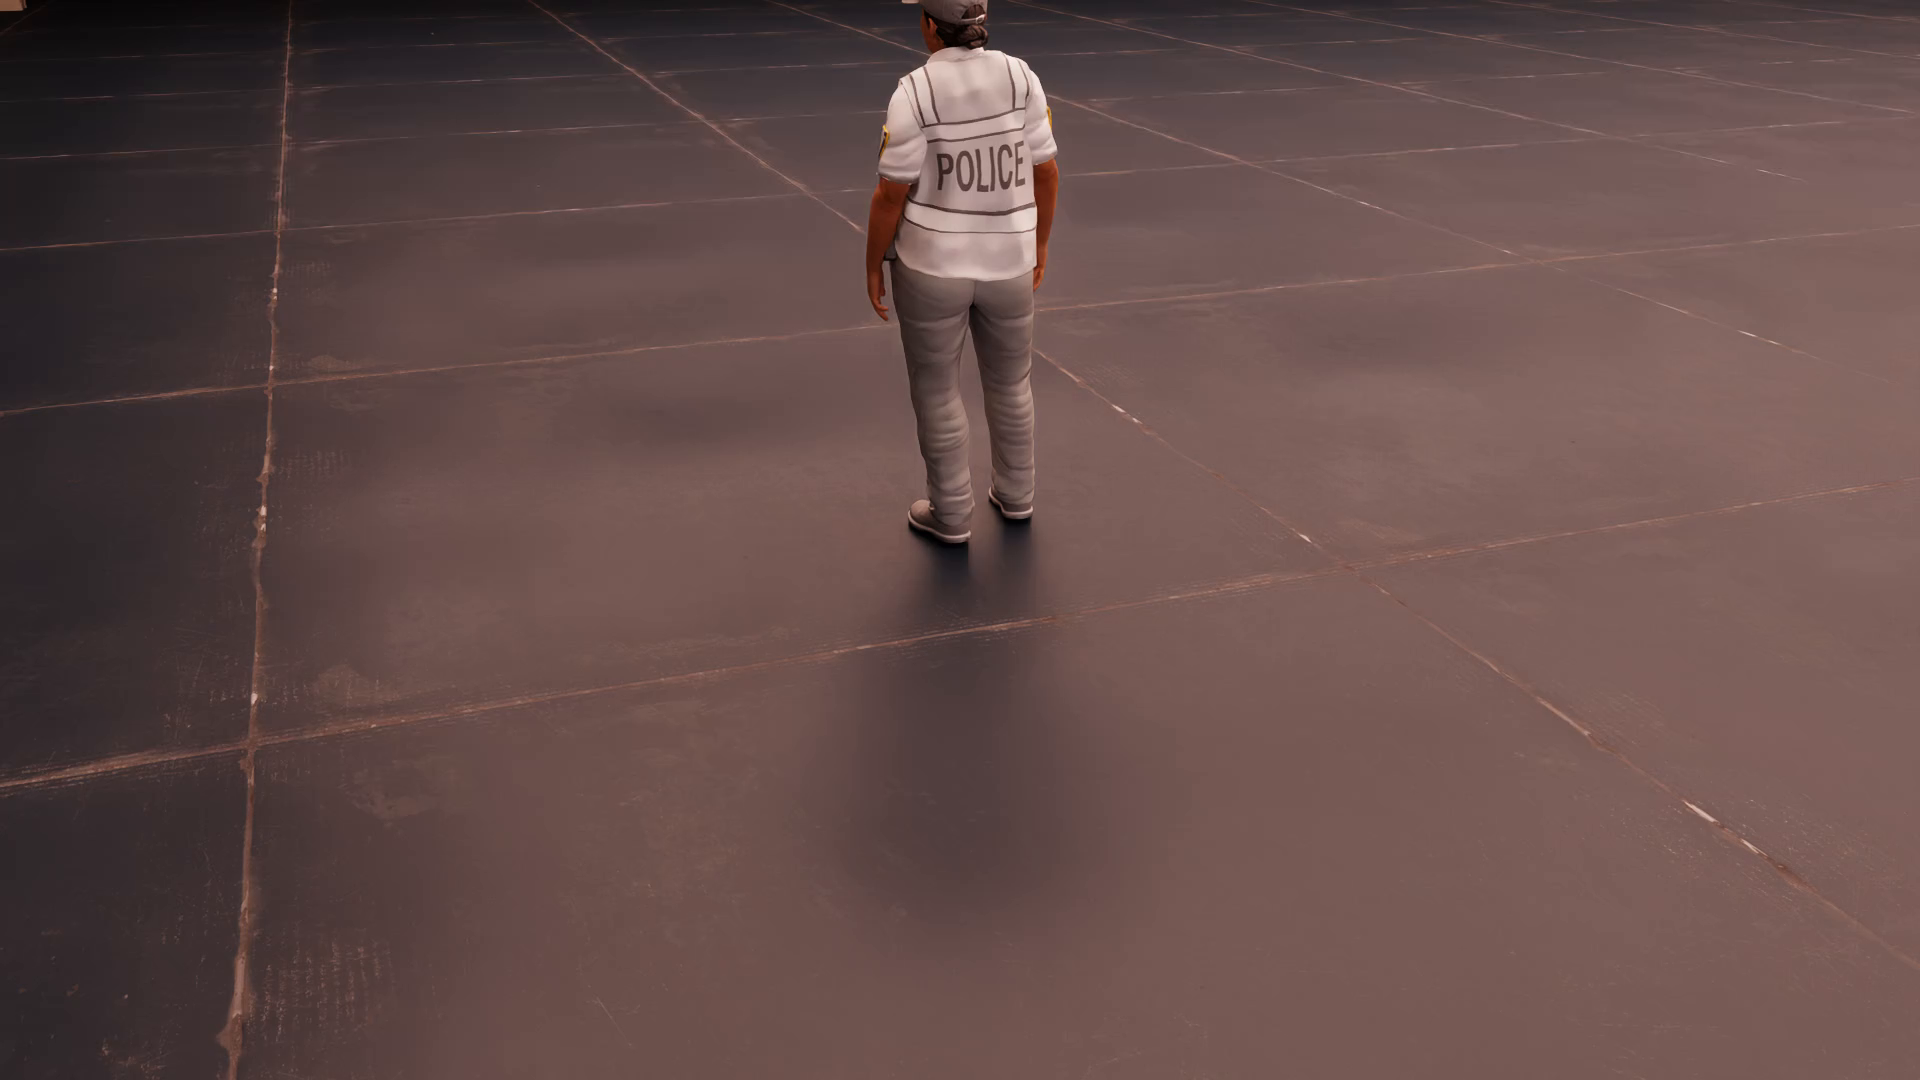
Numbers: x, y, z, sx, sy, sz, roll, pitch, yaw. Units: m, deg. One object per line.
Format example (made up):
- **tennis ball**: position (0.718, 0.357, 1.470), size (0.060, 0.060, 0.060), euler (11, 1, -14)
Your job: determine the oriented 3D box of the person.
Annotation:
- **person**: position (-0.004, -0.806, 4.827), size (0.598, 1.670, 0.529), euler (-8, 24, -18)
